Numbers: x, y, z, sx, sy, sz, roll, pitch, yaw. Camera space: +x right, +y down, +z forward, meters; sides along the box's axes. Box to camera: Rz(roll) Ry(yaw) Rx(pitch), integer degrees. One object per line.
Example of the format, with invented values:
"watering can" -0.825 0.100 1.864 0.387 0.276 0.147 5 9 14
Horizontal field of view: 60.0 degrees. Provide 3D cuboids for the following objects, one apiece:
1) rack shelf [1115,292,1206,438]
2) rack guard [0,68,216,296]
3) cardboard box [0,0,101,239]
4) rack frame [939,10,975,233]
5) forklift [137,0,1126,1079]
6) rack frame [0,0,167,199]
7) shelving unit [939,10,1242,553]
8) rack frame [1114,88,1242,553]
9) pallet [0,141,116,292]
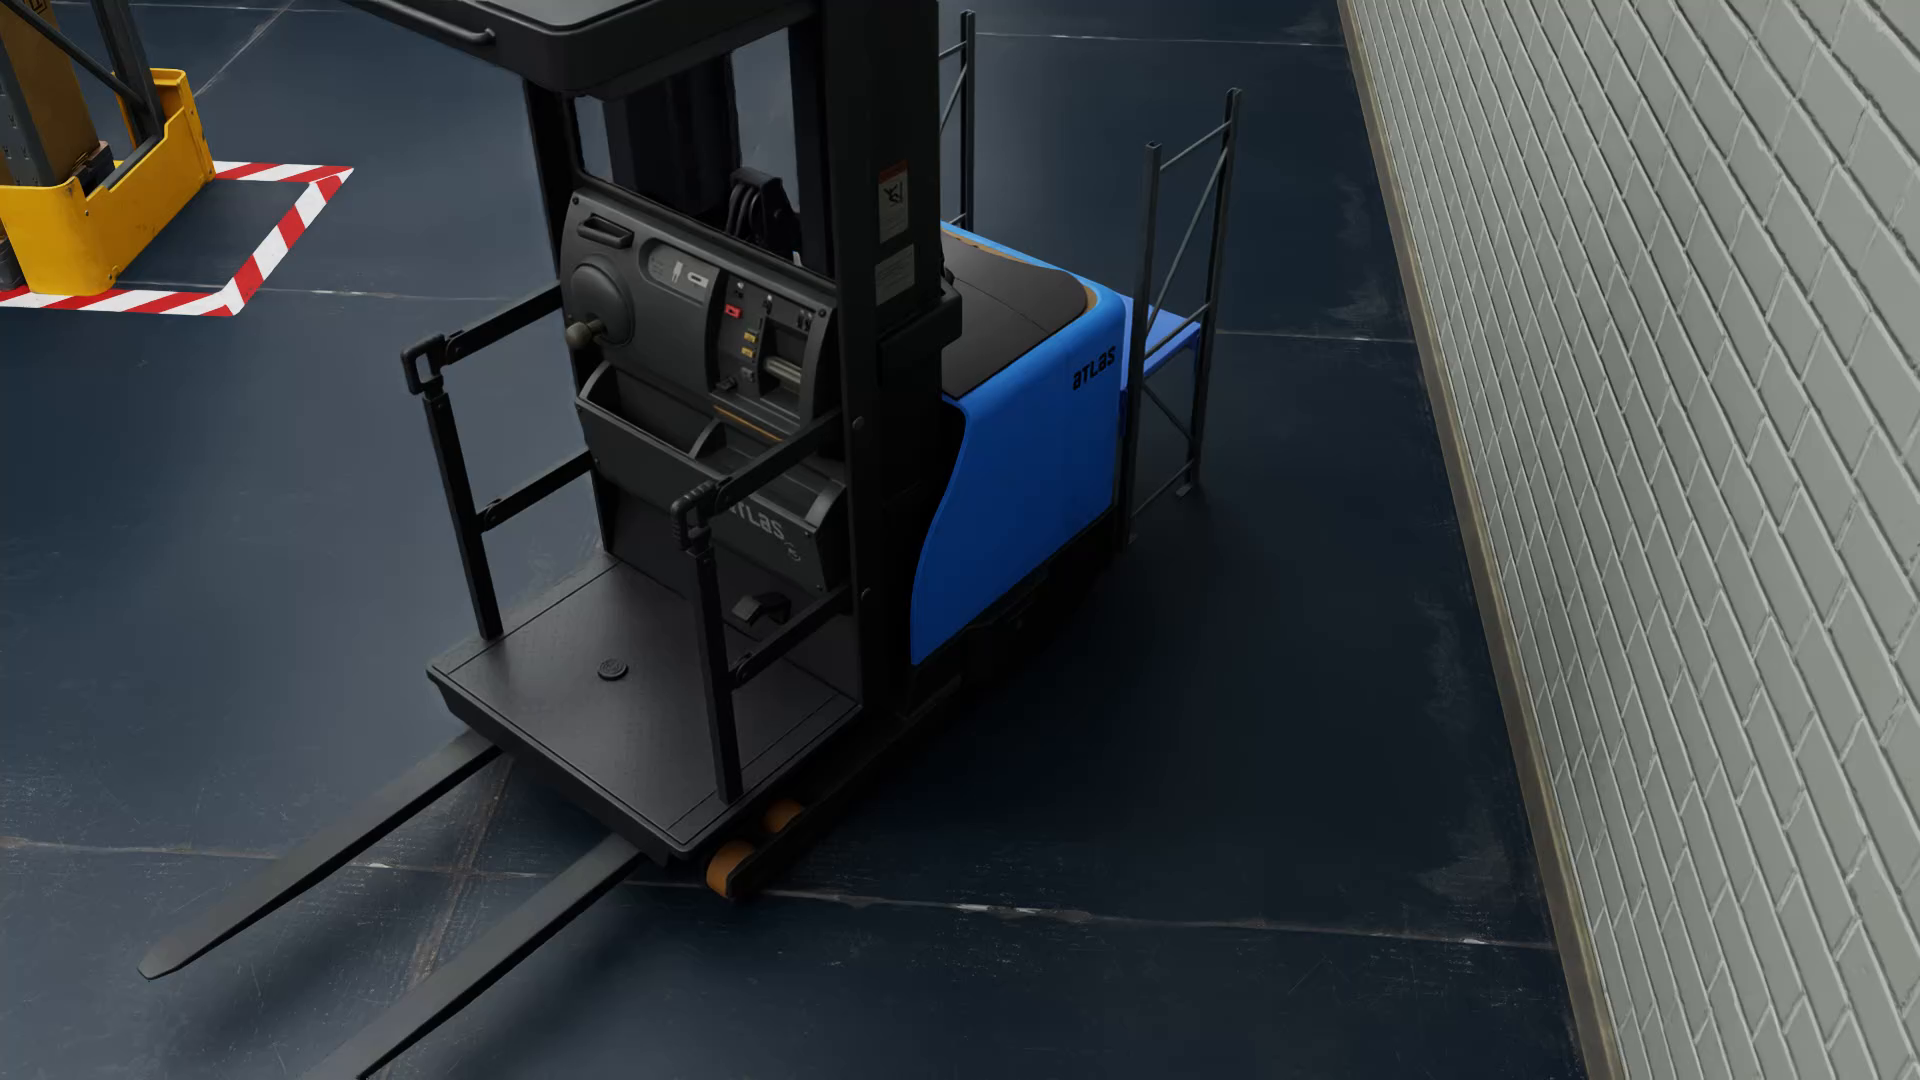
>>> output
"rack shelf" 0.290 -0.722 5.734 1.000 0.185 0.538 26 46 28
"rack guard" -3.737 -1.595 7.313 0.348 0.500 1.175 3 39 4
"cardboard box" -4.406 -1.889 7.045 0.875 0.875 0.875 3 39 4
"rack frame" -0.114 -1.057 5.860 0.032 1.500 0.500 26 46 28
"forklift" -0.813 -0.514 4.059 1.130 2.935 3.031 27 47 30
"rack frame" -3.761 -2.566 6.526 0.127 3.000 1.000 3 39 4
"shelving unit" 0.290 -0.862 5.620 1.048 1.500 0.538 26 46 28
"rack frame" 0.694 -0.667 5.381 0.032 1.500 0.500 26 46 28
"pallet" -4.565 -1.478 7.399 1.213 0.211 1.003 3 39 4
